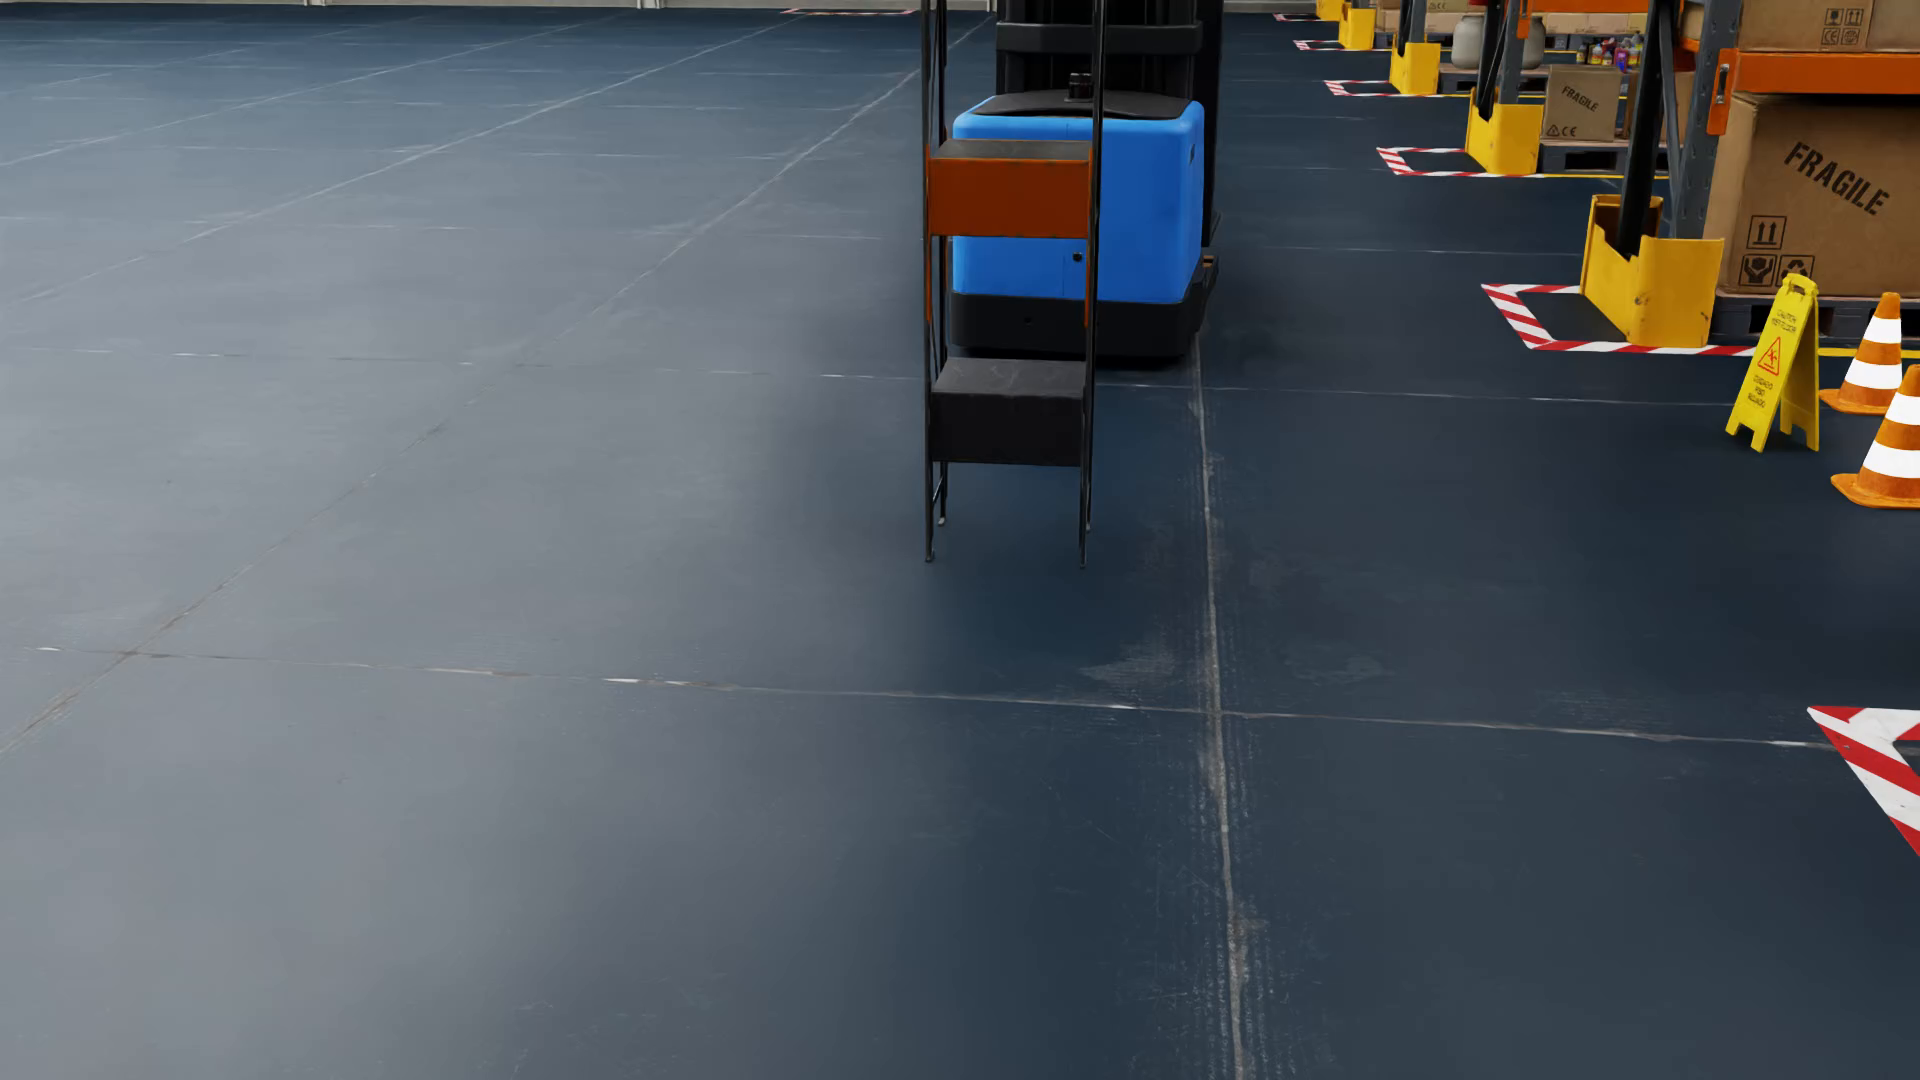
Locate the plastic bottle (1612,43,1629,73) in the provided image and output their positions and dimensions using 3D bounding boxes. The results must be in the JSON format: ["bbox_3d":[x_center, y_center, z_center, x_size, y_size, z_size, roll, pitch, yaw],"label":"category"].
[{"bbox_3d":[6.637,-4.844,16.709,0.133,0.283,0.061,3,22,7],"label":"plastic bottle"}]

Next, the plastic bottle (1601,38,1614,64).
[{"bbox_3d":[6.773,-5.109,17.389,0.135,0.276,0.152,3,22,7],"label":"plastic bottle"}]

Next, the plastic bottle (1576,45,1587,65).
[{"bbox_3d":[6.526,-5.095,17.456,0.097,0.201,0.097,0,22,0],"label":"plastic bottle"}]

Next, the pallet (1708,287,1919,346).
[{"bbox_3d":[4.187,-1.194,8.172,1.213,0.211,1.003,2,22,6],"label":"pallet"}]

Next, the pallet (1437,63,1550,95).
[{"bbox_3d":[5.538,-4.791,17.272,1.213,0.211,1.003,2,22,6],"label":"pallet"}]

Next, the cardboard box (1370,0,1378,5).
[{"bbox_3d":[6.493,-8.620,26.222,0.500,0.311,0.500,0,22,0],"label":"cardboard box"}]

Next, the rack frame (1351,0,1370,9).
[{"bbox_3d":[5.237,-7.920,21.392,0.127,3.000,1.000,2,22,6],"label":"rack frame"}]

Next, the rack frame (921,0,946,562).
[{"bbox_3d":[-0.078,-0.980,5.062,0.015,2.100,0.400,2,22,6],"label":"rack frame"}]

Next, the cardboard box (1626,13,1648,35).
[{"bbox_3d":[8.723,-6.604,21.232,0.500,0.250,0.500,2,22,6],"label":"cardboard box"}]

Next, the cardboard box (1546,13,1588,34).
[{"bbox_3d":[7.730,-6.645,21.337,0.500,0.250,0.500,2,22,6],"label":"cardboard box"}]

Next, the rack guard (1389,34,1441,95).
[{"bbox_3d":[4.732,-4.963,17.313,0.348,0.500,1.175,2,22,6],"label":"rack guard"}]

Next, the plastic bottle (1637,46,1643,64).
[{"bbox_3d":[6.854,-4.836,16.704,0.097,0.271,0.097,0,22,0],"label":"plastic bottle"}]

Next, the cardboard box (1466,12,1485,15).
[{"bbox_3d":[6.737,-6.690,21.450,0.500,0.250,0.500,2,22,6],"label":"cardboard box"}]

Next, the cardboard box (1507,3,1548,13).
[{"bbox_3d":[7.233,-7.015,21.252,0.500,0.500,0.500,2,22,6],"label":"cardboard box"}]

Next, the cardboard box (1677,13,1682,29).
[{"bbox_3d":[9.655,-6.751,21.605,0.500,0.250,0.500,2,22,6],"label":"cardboard box"}]

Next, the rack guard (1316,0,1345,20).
[{"bbox_3d":[5.892,-8.563,26.419,0.348,0.500,1.175,2,22,6],"label":"rack guard"}]

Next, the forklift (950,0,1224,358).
[{"bbox_3d":[0.770,-2.667,8.200,1.130,2.935,3.031,5,22,11],"label":"forklift"}]

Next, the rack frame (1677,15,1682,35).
[{"bbox_3d":[9.210,-7.747,20.955,0.127,3.000,1.000,2,22,6],"label":"rack frame"}]

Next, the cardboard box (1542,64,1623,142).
[{"bbox_3d":[4.686,-3.303,12.543,0.500,0.500,0.500,7,23,16],"label":"cardboard box"}]

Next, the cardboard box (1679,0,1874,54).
[{"bbox_3d":[3.758,-2.567,7.649,0.550,0.550,0.875,2,22,6],"label":"cardboard box"}]

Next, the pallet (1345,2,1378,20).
[{"bbox_3d":[6.695,-8.380,26.350,1.213,0.211,1.003,2,22,6],"label":"pallet"}]

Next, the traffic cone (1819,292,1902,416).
[{"bbox_3d":[3.744,-0.775,6.772,0.334,0.463,0.336,2,22,6],"label":"traffic cone"}]

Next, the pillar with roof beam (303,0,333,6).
[{"bbox_3d":[-11.768,-12.011,23.581,0.400,9.000,9.100,2,22,6],"label":"pillar with roof beam"}]

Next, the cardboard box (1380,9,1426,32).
[{"bbox_3d":[5.744,-6.732,21.557,0.500,0.250,0.500,2,22,6],"label":"cardboard box"}]

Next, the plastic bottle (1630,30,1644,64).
[{"bbox_3d":[7.076,-5.132,17.346,0.185,0.351,0.144,3,22,9],"label":"plastic bottle"}]

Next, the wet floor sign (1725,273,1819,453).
[{"bbox_3d":[3.122,-0.680,6.282,0.232,0.644,0.267,-1,22,-3],"label":"wet floor sign"}]

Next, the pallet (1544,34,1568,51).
[{"bbox_3d":[7.210,-6.552,21.724,1.213,0.211,1.003,2,22,6],"label":"pallet"}]

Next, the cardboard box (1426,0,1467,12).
[{"bbox_3d":[6.240,-7.060,21.366,0.500,0.500,0.500,2,22,6],"label":"cardboard box"}]

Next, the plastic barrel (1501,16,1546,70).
[{"bbox_3d":[5.811,-5.128,17.142,0.421,0.512,0.421,0,22,0],"label":"plastic barrel"}]

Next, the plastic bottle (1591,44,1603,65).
[{"bbox_3d":[6.415,-4.855,16.753,0.097,0.271,0.097,0,22,0],"label":"plastic bottle"}]

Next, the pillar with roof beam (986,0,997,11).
[{"bbox_3d":[0.149,-11.492,22.268,0.400,9.000,9.100,2,22,6],"label":"pillar with roof beam"}]

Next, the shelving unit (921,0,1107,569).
[{"bbox_3d":[0.164,-0.969,5.036,0.503,2.100,0.431,2,22,6],"label":"shelving unit"}]

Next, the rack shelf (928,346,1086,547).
[{"bbox_3d":[0.164,-0.306,5.298,0.480,0.518,0.431,2,22,6],"label":"rack shelf"}]

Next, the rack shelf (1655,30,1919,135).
[{"bbox_3d":[5.370,-2.076,7.588,4.000,0.370,1.077,2,22,6],"label":"rack shelf"}]

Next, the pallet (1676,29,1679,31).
[{"bbox_3d":[9.946,-6.432,21.423,1.213,0.211,1.003,2,22,6],"label":"pallet"}]

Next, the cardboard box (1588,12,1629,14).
[{"bbox_3d":[8.228,-6.978,21.159,0.500,0.500,0.500,2,22,6],"label":"cardboard box"}]

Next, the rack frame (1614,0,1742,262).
[{"bbox_3d":[3.384,-2.497,7.675,0.127,3.000,1.000,2,22,6],"label":"rack frame"}]
